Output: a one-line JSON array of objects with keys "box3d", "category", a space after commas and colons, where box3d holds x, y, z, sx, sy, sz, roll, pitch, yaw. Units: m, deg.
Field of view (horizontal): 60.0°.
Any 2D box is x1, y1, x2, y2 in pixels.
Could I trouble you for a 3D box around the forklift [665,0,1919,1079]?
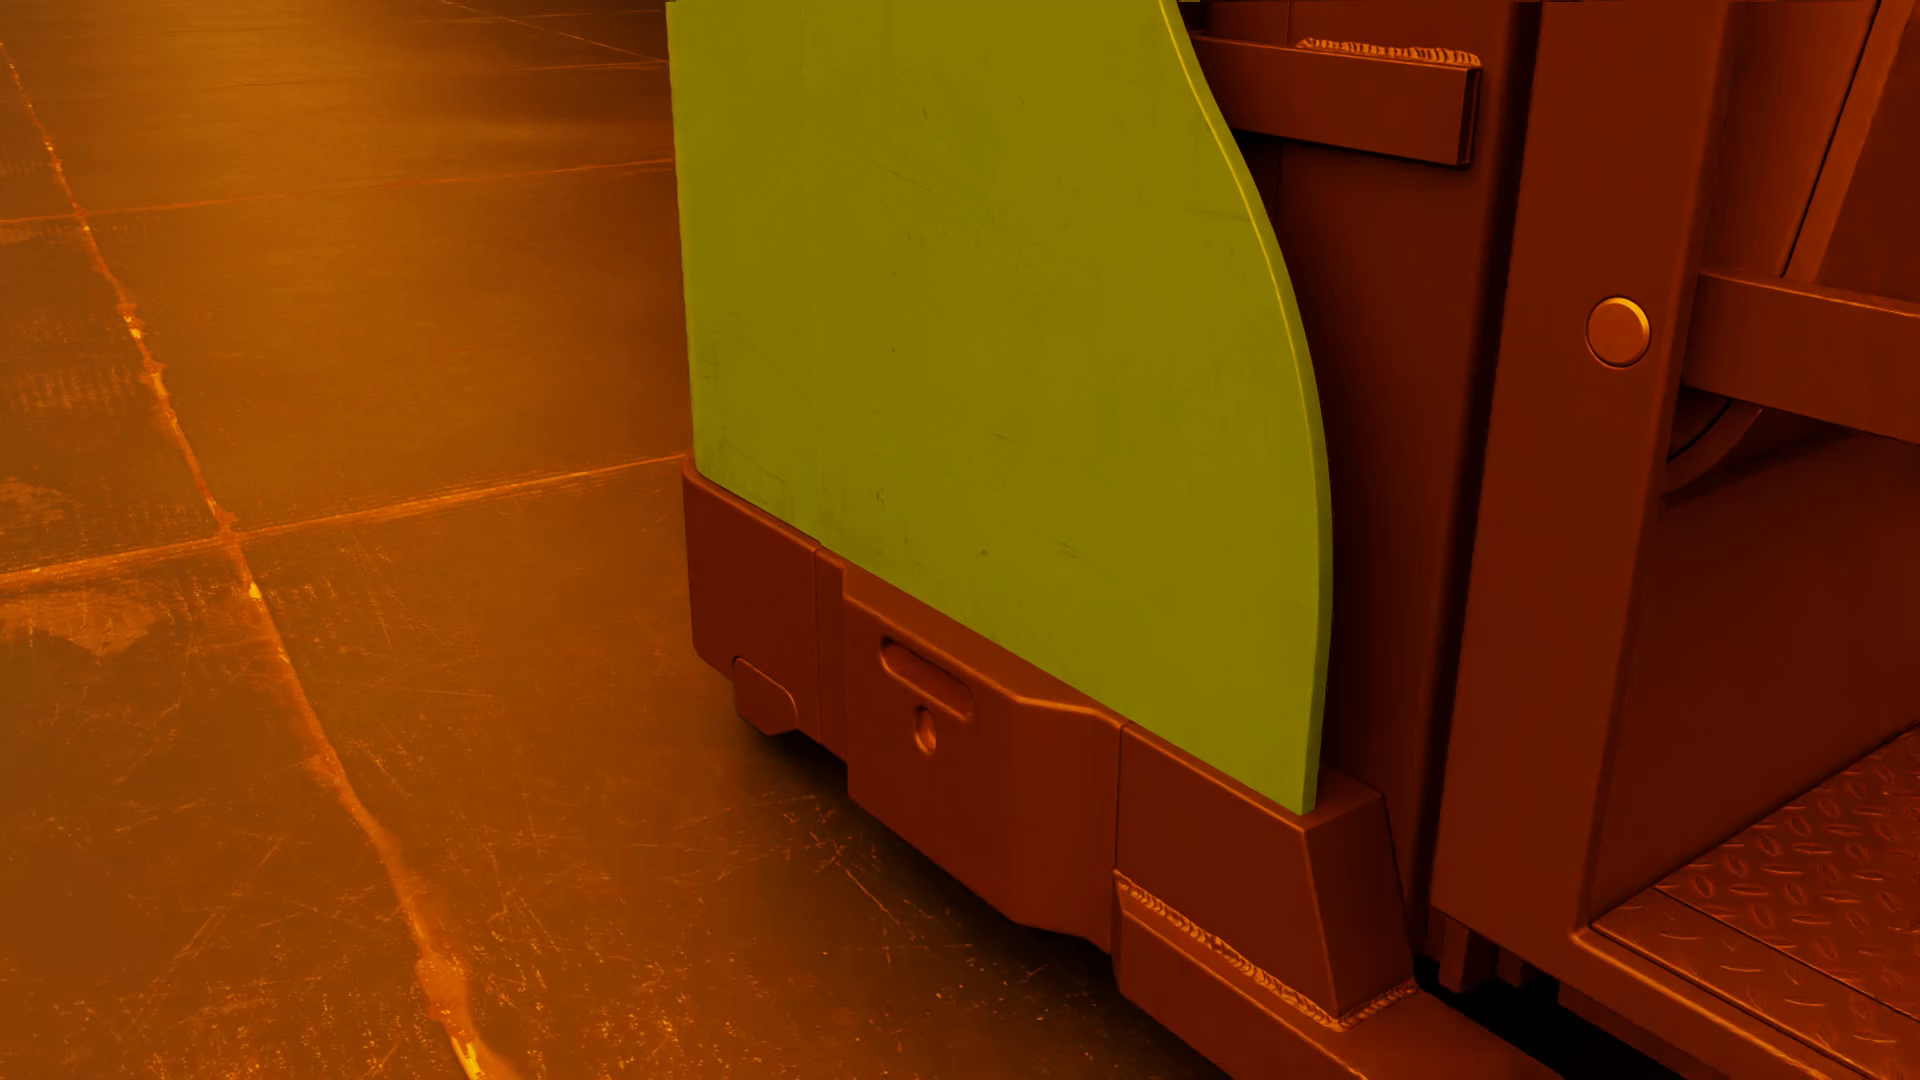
[{"box3d": [0.945, -0.832, 0.800, 1.130, 2.935, 3.031, -16, 27, -34], "category": "forklift"}]
